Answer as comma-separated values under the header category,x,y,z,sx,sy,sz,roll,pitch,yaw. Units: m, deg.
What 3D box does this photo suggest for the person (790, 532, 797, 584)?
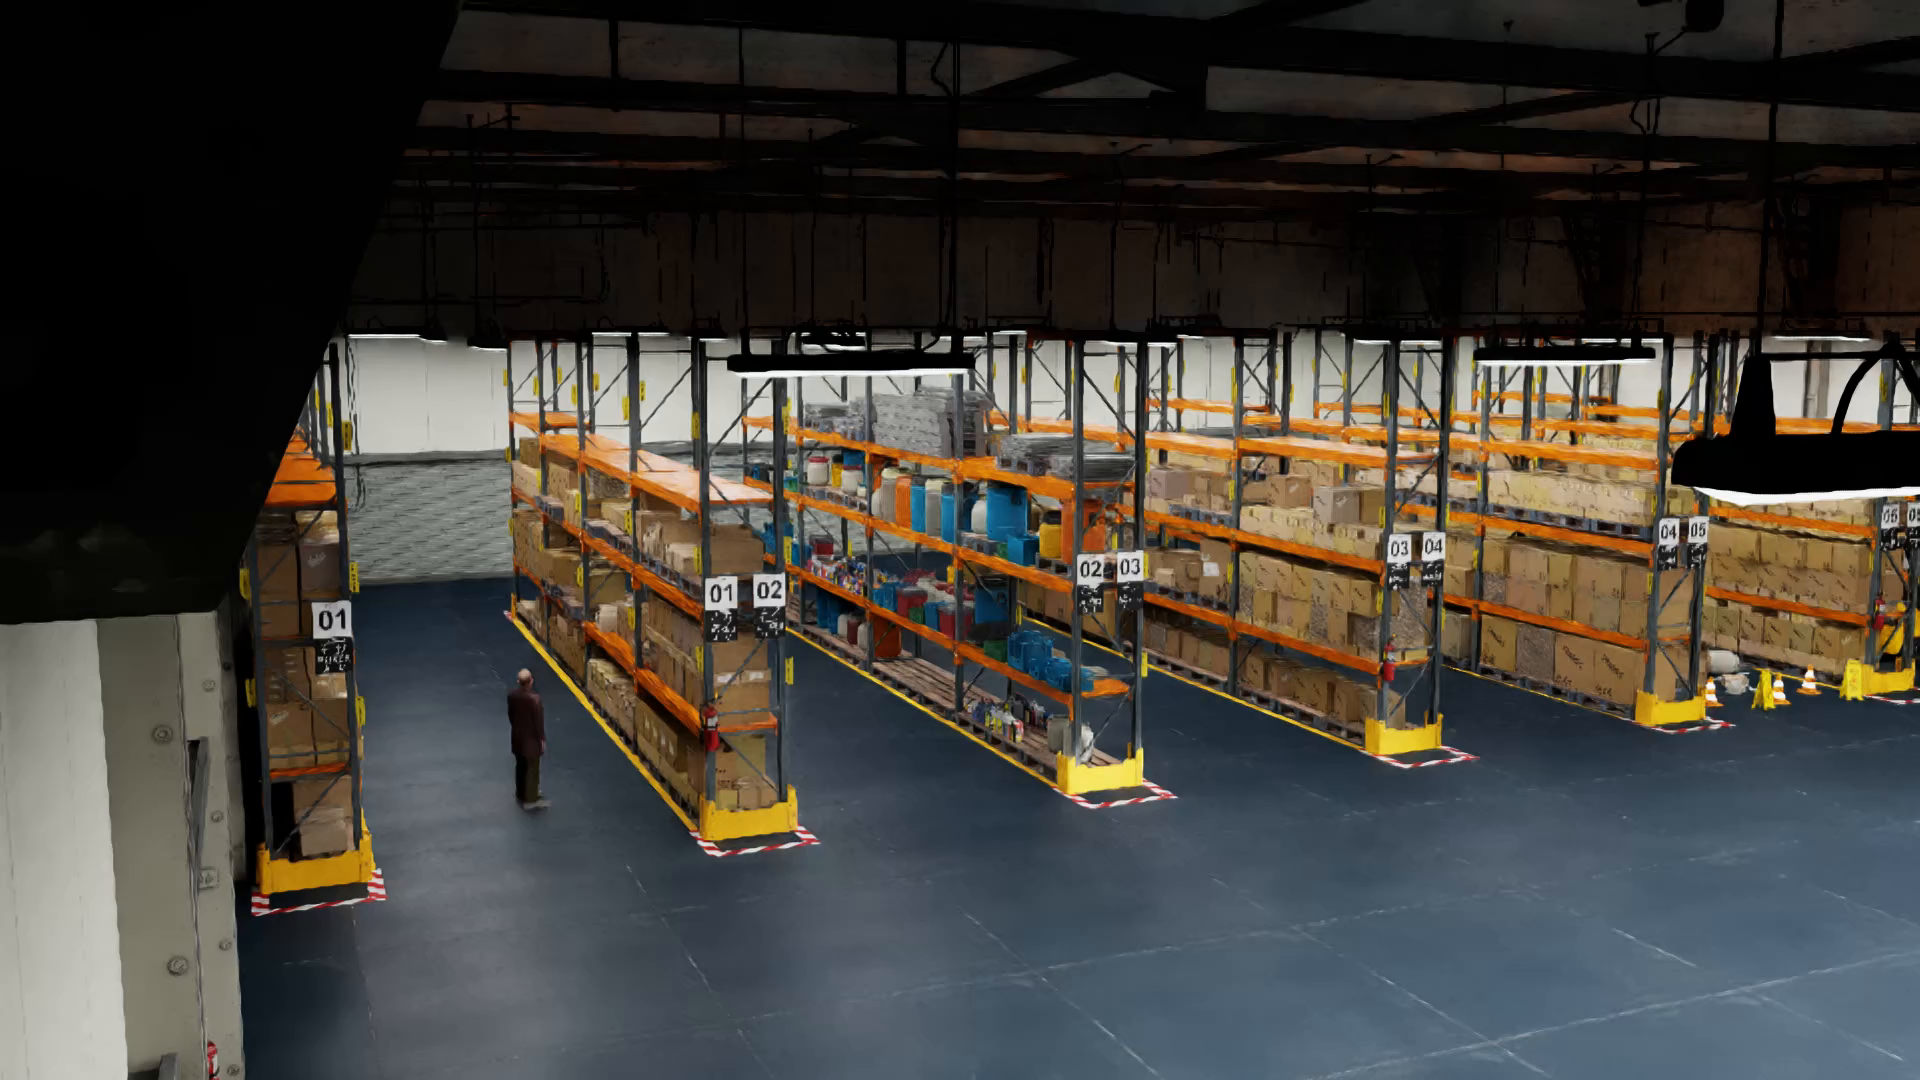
category,x,y,z,sx,sy,sz,roll,pitch,yaw
person,-4.067,0.387,38.803,0.436,1.371,0.583,2,8,14

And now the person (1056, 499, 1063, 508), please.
category,x,y,z,sx,sy,sz,roll,pitch,yaw
person,2.718,-0.430,44.038,0.408,1.533,0.961,-2,8,-14

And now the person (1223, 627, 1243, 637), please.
category,x,y,z,sx,sy,sz,roll,pitch,yaw
person,5.163,1.221,31.121,0.702,1.671,0.540,-4,9,-24

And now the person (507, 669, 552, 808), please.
category,x,y,z,sx,sy,sz,roll,pitch,yaw
person,-5.534,2.529,21.421,0.640,1.788,0.504,6,10,35
